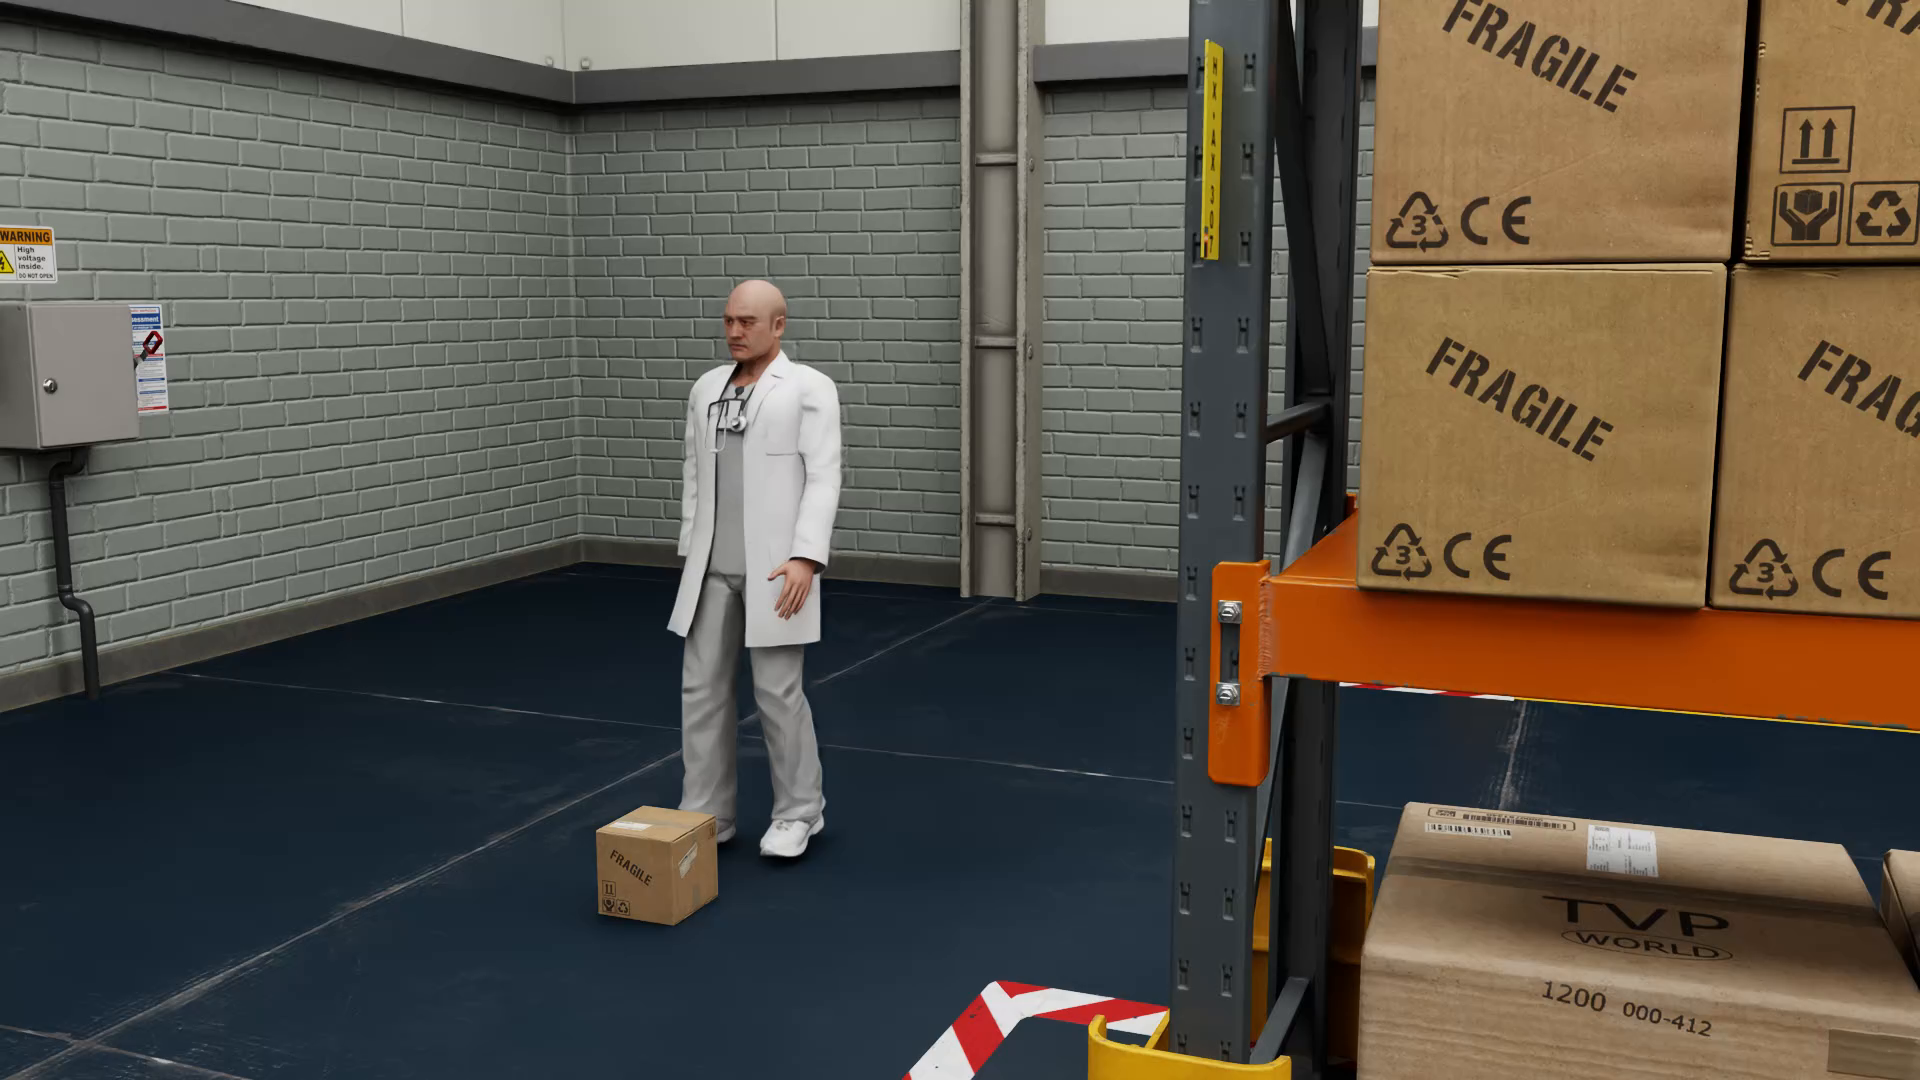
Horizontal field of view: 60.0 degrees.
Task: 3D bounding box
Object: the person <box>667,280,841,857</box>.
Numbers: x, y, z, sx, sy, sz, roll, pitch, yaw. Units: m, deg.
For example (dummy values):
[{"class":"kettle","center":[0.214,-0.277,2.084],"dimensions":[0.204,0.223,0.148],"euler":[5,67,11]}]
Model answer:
[{"class":"person","center":[-0.675,0.105,5.115],"dimensions":[0.629,1.791,0.540],"euler":[4,9,25]}]
